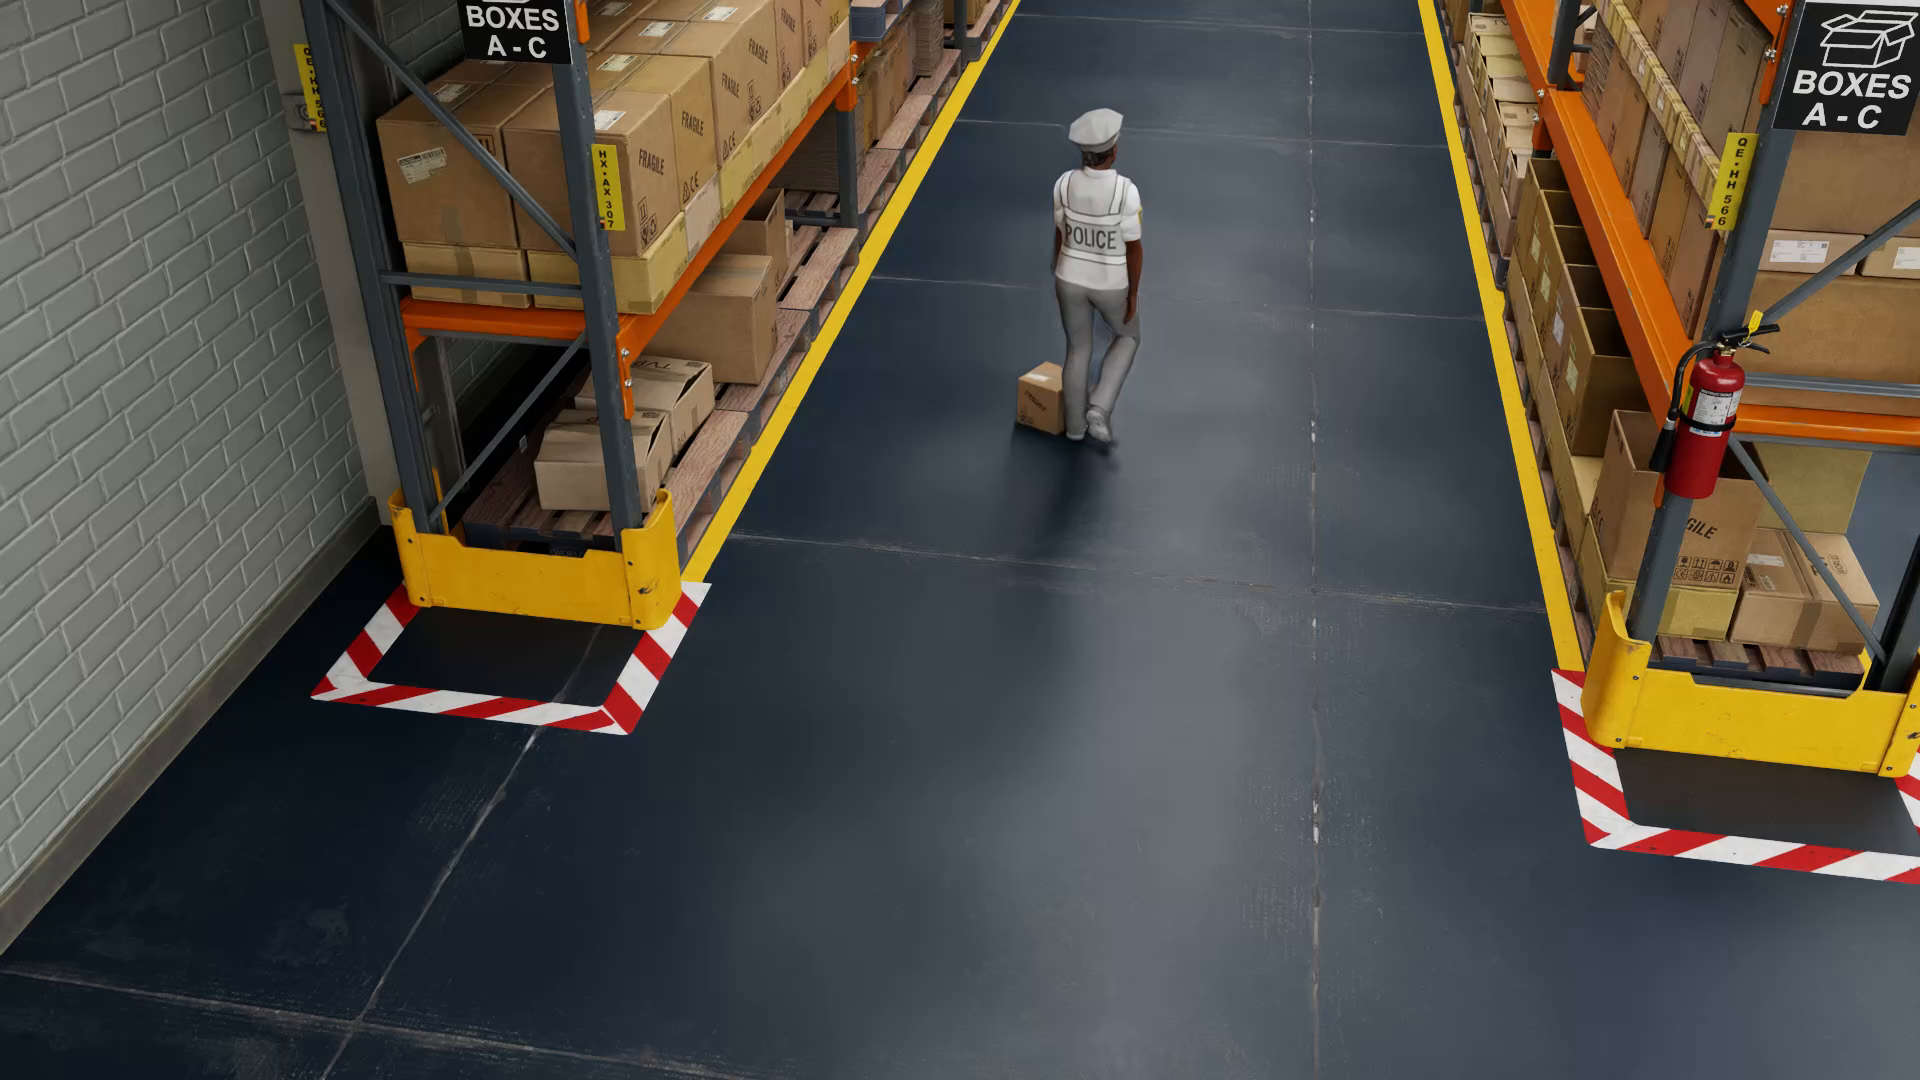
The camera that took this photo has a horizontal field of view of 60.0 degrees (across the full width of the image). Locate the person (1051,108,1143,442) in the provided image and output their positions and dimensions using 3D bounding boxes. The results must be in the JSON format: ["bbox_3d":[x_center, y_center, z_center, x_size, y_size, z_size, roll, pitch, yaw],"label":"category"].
[{"bbox_3d":[0.666,-1.249,8.033,0.456,1.687,0.442,10,34,16],"label":"person"}]
